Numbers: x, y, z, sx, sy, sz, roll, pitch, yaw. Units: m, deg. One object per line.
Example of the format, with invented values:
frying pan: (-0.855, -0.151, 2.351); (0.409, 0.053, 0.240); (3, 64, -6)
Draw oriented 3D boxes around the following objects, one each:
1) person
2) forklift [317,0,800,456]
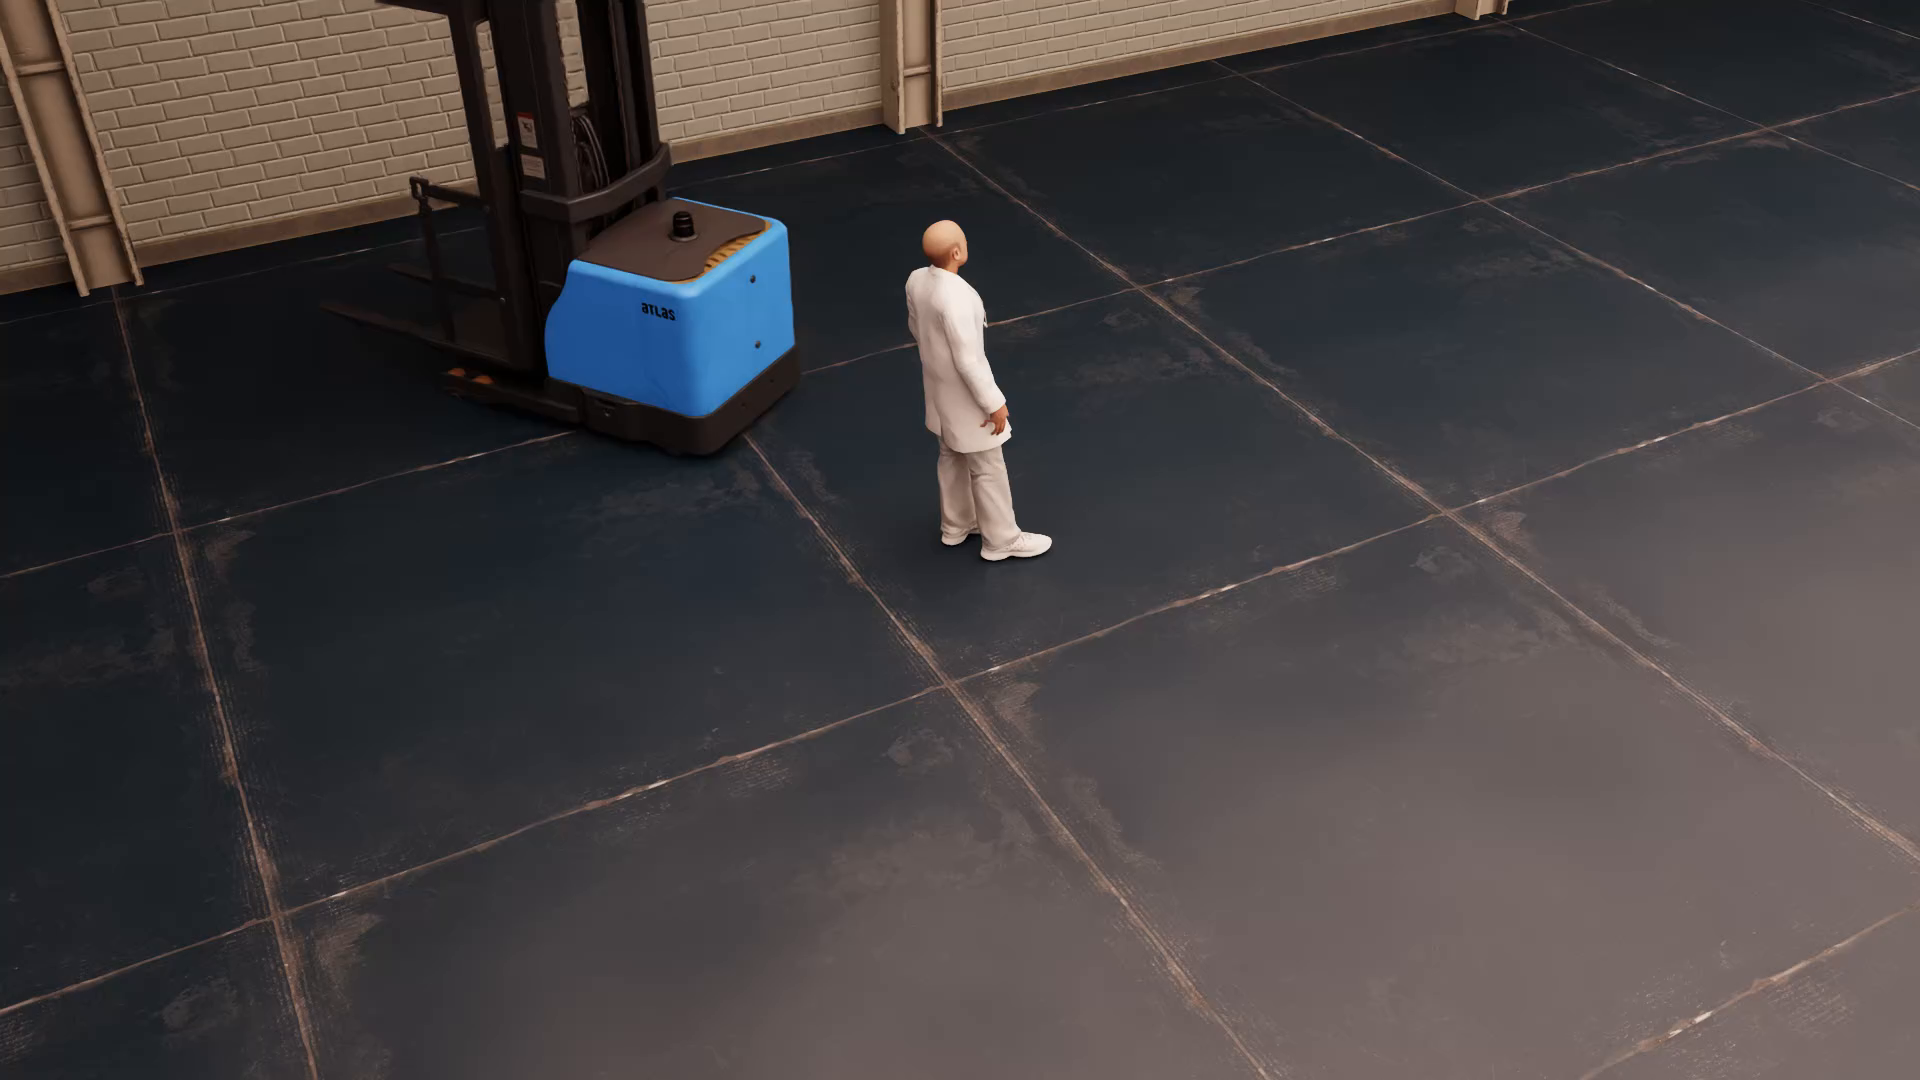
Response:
person: (0.082, -0.754, 8.176); (0.581, 1.776, 0.696); (-17, 39, -23)
forklift: (-2.503, -2.252, 9.309); (3.031, 2.935, 1.130); (16, 38, 22)
